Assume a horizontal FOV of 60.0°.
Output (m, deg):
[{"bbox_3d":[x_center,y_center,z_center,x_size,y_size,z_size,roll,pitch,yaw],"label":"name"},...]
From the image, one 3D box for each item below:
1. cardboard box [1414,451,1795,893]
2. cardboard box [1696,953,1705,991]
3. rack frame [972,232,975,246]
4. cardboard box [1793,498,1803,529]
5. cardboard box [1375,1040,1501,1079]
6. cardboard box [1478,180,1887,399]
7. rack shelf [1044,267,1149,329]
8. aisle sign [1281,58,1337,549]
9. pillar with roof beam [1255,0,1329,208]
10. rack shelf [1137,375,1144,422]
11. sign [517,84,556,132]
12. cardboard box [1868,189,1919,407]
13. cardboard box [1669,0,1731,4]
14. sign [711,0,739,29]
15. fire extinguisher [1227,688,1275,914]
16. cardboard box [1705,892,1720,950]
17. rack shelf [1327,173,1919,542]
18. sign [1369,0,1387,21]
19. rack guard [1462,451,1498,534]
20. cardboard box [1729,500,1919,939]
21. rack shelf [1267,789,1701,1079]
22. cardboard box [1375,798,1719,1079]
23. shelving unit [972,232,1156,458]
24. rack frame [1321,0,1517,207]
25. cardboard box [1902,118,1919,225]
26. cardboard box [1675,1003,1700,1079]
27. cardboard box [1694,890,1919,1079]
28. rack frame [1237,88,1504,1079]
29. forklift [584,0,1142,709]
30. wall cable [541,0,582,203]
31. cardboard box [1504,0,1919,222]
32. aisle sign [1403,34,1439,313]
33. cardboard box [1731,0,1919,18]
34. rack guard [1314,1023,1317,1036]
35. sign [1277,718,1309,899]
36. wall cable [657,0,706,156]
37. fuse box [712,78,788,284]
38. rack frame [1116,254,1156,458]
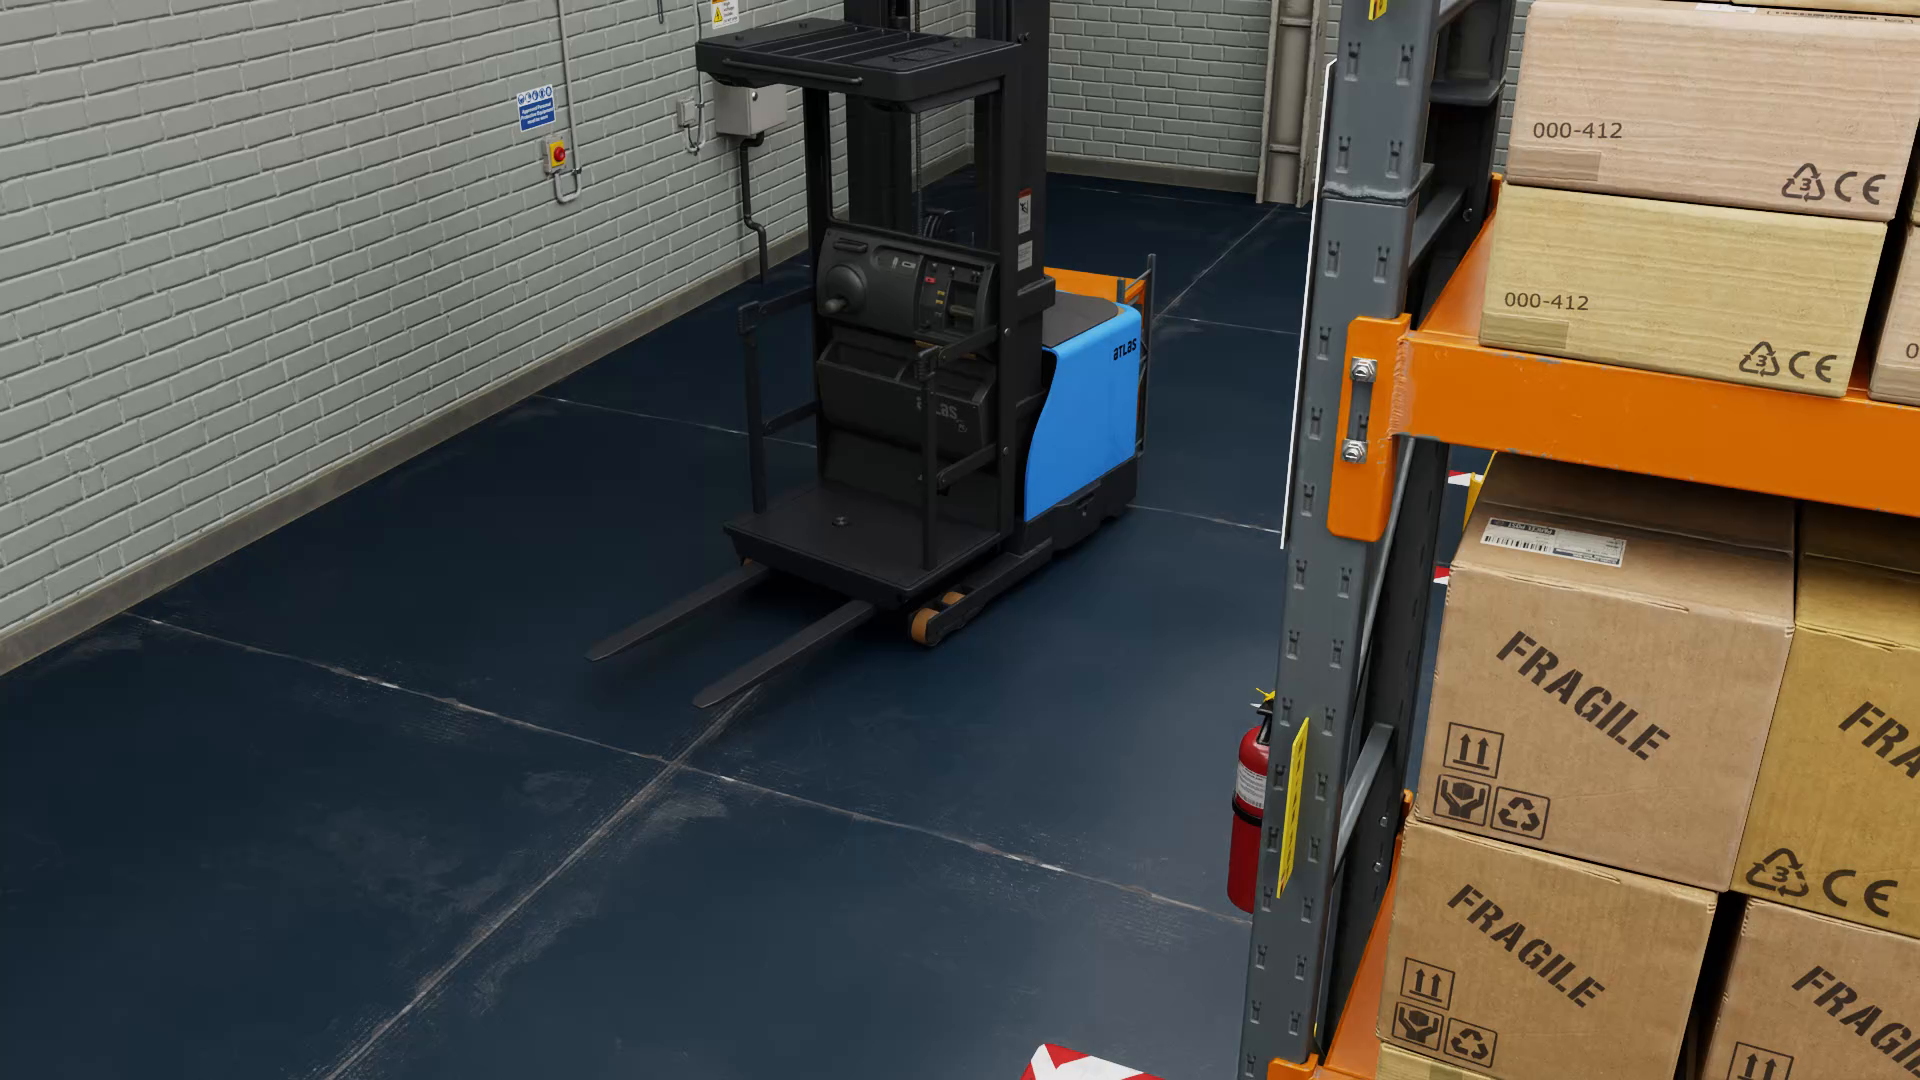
[{"bbox_3d":[1.108,0.203,2.860,0.500,0.500,0.500,11,28,21],"label":"cardboard box"},{"bbox_3d":[1.668,0.800,3.513,0.250,0.149,0.380,11,28,21],"label":"cardboard box"},{"bbox_3d":[-0.007,-1.096,9.203,0.032,1.125,0.500,12,29,23],"label":"rack frame"},{"bbox_3d":[1.328,-0.002,3.276,0.500,0.500,0.500,11,28,21],"label":"cardboard box"},{"bbox_3d":[0.968,0.945,3.219,0.250,0.149,0.380,11,28,21],"label":"cardboard box"},{"bbox_3d":[1.112,-0.452,2.547,0.500,0.250,0.500,12,29,24],"label":"cardboard box"},{"bbox_3d":[0.452,-1.262,8.878,1.000,0.278,0.538,12,29,23],"label":"rack shelf"},{"bbox_3d":[0.618,-0.418,2.760,0.004,0.787,0.394,11,28,22],"label":"aisle sign"},{"bbox_3d":[0.954,-5.180,8.583,0.400,9.000,9.100,11,28,22],"label":"pillar with roof beam"},{"bbox_3d":[0.452,-0.780,9.115,1.000,0.278,0.538,12,29,23],"label":"rack shelf"},{"bbox_3d":[-2.453,-2.502,9.630,0.001,0.218,0.327,11,28,22],"label":"sign"},{"bbox_3d":[1.589,-0.354,2.348,0.500,0.250,0.500,12,29,23],"label":"cardboard box"},{"bbox_3d":[1.009,-0.890,2.417,0.250,0.149,0.380,11,28,21],"label":"cardboard box"},{"bbox_3d":[-1.586,-3.593,11.218,0.001,0.242,0.339,11,28,22],"label":"sign"},{"bbox_3d":[0.770,0.612,4.122,0.183,0.674,0.296,11,28,22],"label":"fire extinguisher"},{"bbox_3d":[1.791,0.538,3.312,0.500,0.500,0.500,11,28,21],"label":"cardboard box"},{"bbox_3d":[2.629,-0.016,2.305,4.000,0.370,1.077,11,28,22],"label":"rack shelf"},{"bbox_3d":[0.584,-0.878,2.253,0.005,0.325,0.100,11,28,22],"label":"sign"},{"bbox_3d":[2.744,-0.251,8.193,0.348,0.500,1.175,11,28,22],"label":"rack guard"},{"bbox_3d":[1.569,0.293,2.677,0.500,0.500,0.500,12,29,23],"label":"cardboard box"},{"bbox_3d":[2.629,1.330,2.968,4.000,0.370,1.077,11,28,22],"label":"rack shelf"},{"bbox_3d":[1.103,0.656,3.072,0.500,0.500,0.500,13,29,24],"label":"cardboard box"},{"bbox_3d":[0.452,-1.000,9.007,1.048,1.125,0.538,12,29,23],"label":"shelving unit"},{"bbox_3d":[0.809,-2.050,2.227,0.127,3.000,1.000,11,28,22],"label":"rack frame"},{"bbox_3d":[1.576,-0.582,2.244,0.500,0.250,0.500,11,28,21],"label":"cardboard box"},{"bbox_3d":[1.439,1.046,3.015,0.250,0.149,0.380,11,28,20],"label":"cardboard box"},{"bbox_3d":[1.601,0.744,2.894,0.500,0.500,0.500,11,28,22],"label":"cardboard box"},{"bbox_3d":[0.809,0.641,3.552,0.127,3.000,1.000,11,28,22],"label":"rack frame"},{"bbox_3d":[-0.372,-1.091,7.148,1.130,2.935,3.031,18,31,32],"label":"forklift"},{"bbox_3d":[-2.377,-2.859,9.475,0.123,1.953,0.585,11,28,22],"label":"wall cable"},{"bbox_3d":[1.110,-0.675,2.433,0.500,0.250,0.500,12,29,23],"label":"cardboard box"},{"bbox_3d":[0.866,-0.659,3.250,0.004,0.787,0.394,11,28,22],"label":"aisle sign"},{"bbox_3d":[1.234,-0.836,2.308,0.250,0.149,0.380,13,29,24],"label":"cardboard box"},{"bbox_3d":[0.878,1.777,4.076,0.348,0.500,1.175,11,28,22],"label":"rack guard"},{"bbox_3d":[0.584,0.471,2.917,0.005,0.325,0.100,11,28,22],"label":"sign"},{"bbox_3d":[-1.800,-3.417,10.645,0.122,1.984,0.588,11,28,22],"label":"wall cable"},{"bbox_3d":[-1.375,-2.629,11.653,0.414,1.711,0.539,11,28,22],"label":"fuse box"},{"bbox_3d":[0.911,-0.903,8.811,0.032,1.125,0.500,12,29,23],"label":"rack frame"}]
